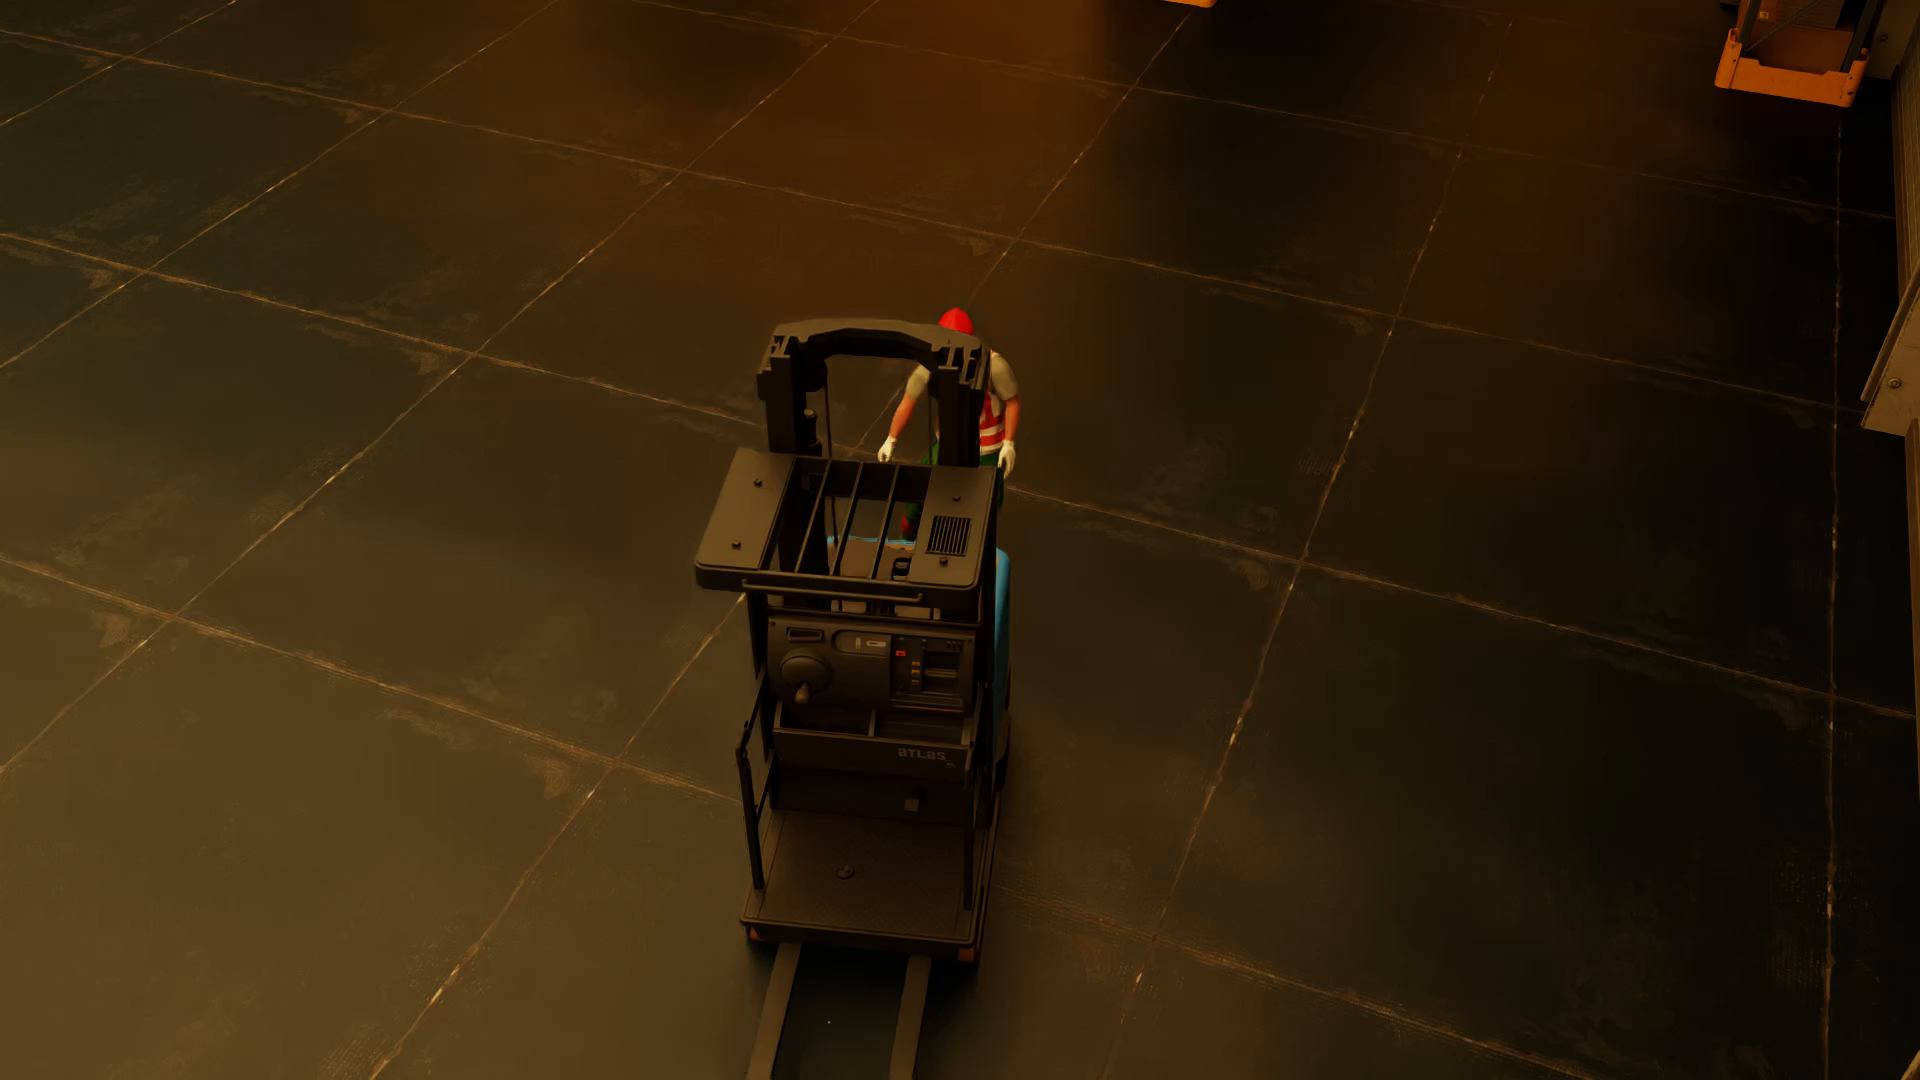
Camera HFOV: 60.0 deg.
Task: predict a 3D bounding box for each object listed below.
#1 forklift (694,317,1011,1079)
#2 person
[{"bbox_3d":[-0.421,0.639,7.243,1.130,2.935,3.031,5,40,5],"label":"forklift"},{"bbox_3d":[-0.052,-0.537,9.613,0.811,1.699,0.561,9,41,11],"label":"person"}]
